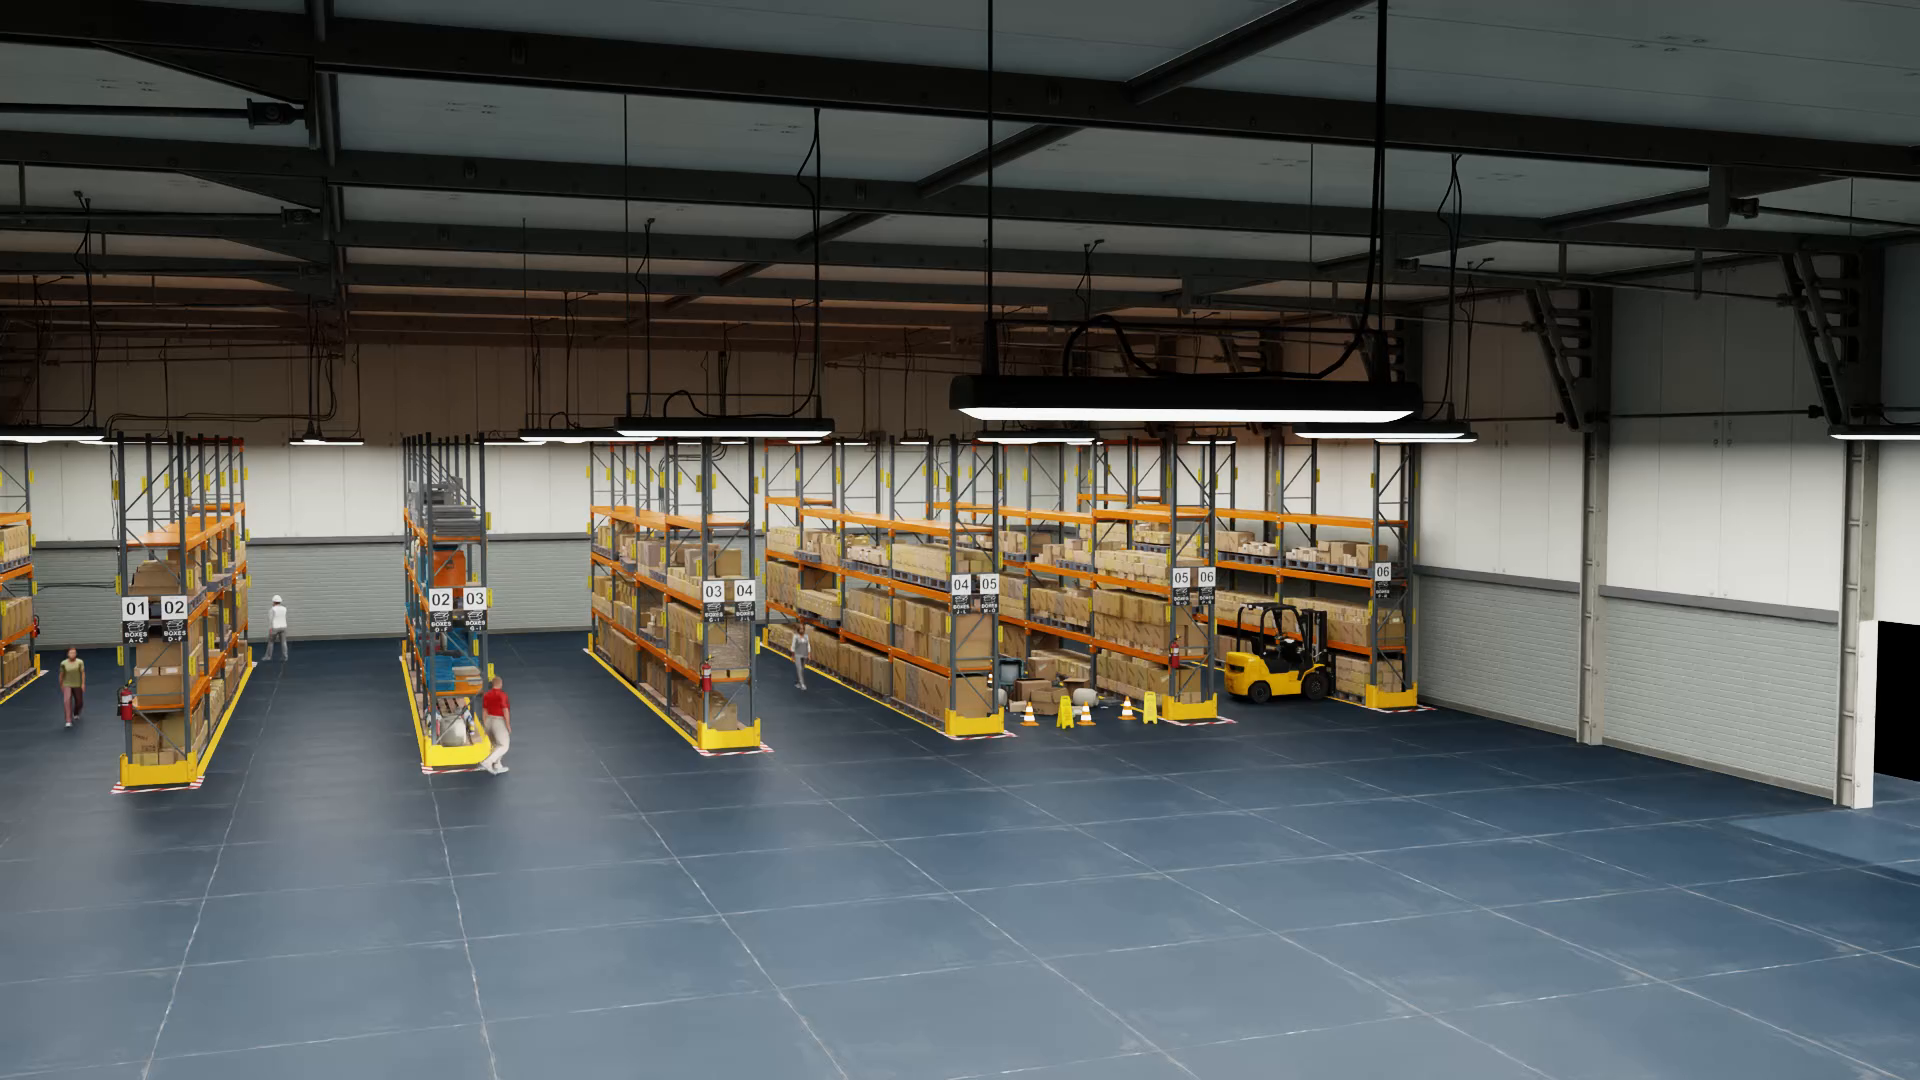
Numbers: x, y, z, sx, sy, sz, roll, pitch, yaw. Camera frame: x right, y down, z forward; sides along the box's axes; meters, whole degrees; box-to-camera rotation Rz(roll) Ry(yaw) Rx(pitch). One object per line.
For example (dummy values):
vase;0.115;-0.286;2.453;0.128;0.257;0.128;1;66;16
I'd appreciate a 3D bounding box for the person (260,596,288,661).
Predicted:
person;-18.354;2.359;44.657;0.840;1.736;0.581;3;4;42

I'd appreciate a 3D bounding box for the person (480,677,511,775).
person;-8.112;3.243;28.953;0.583;1.712;0.794;2;4;32

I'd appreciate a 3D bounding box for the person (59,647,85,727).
person;-18.345;3.006;34.362;0.460;1.613;1.024;-2;4;-37

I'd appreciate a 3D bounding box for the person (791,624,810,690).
person;-3.722;2.755;39.184;0.434;1.546;0.967;-2;4;-34

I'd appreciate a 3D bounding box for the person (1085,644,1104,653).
person;3.821;2.361;46.526;0.505;1.670;0.568;-3;4;-39
